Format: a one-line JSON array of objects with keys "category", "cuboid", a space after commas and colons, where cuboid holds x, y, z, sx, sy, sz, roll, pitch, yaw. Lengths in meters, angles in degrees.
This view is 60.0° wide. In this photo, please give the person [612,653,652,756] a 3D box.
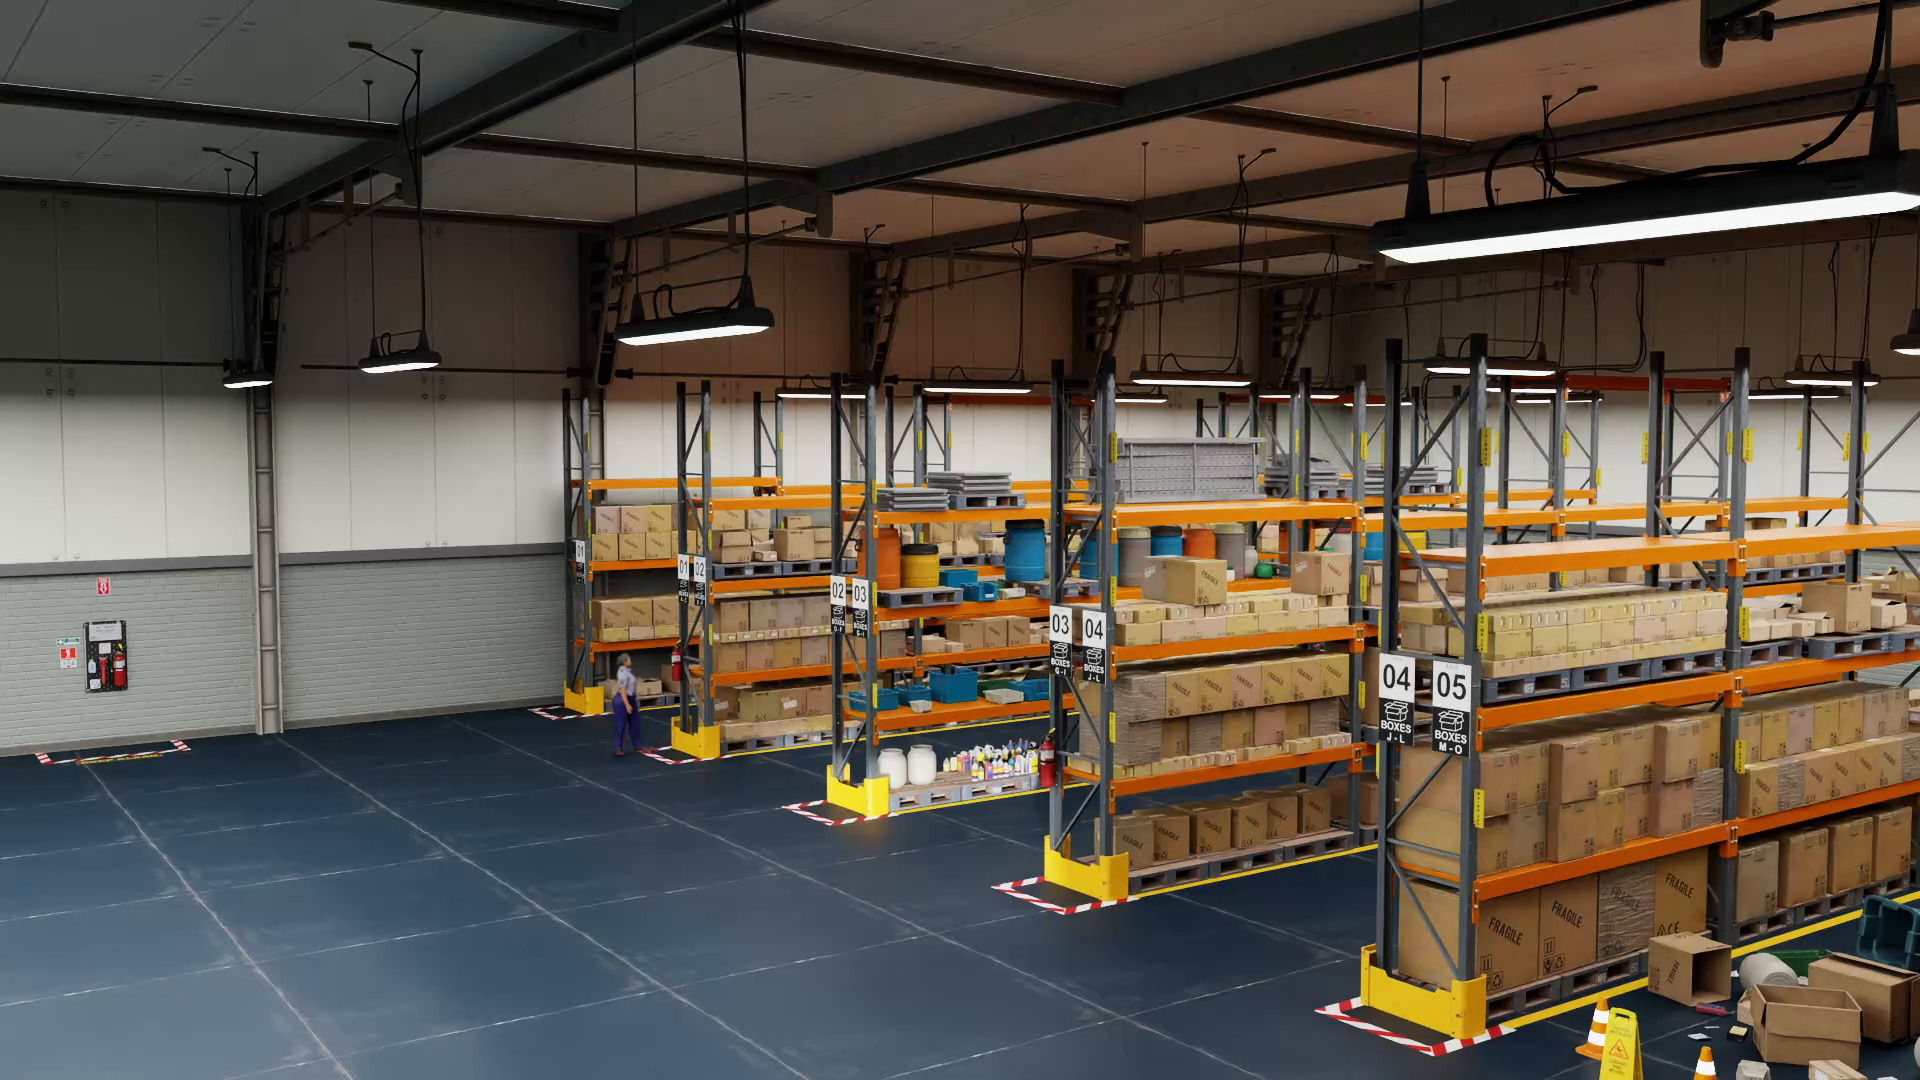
[{"category": "person", "cuboid": [-5.307, 2.642, 26.763, 0.550, 1.628, 0.548, 1, 4, 13]}]

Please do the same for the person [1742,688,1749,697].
[{"category": "person", "cuboid": [10.954, 2.863, 23.490, 0.479, 1.601, 0.386, -2, 4, -29]}]
